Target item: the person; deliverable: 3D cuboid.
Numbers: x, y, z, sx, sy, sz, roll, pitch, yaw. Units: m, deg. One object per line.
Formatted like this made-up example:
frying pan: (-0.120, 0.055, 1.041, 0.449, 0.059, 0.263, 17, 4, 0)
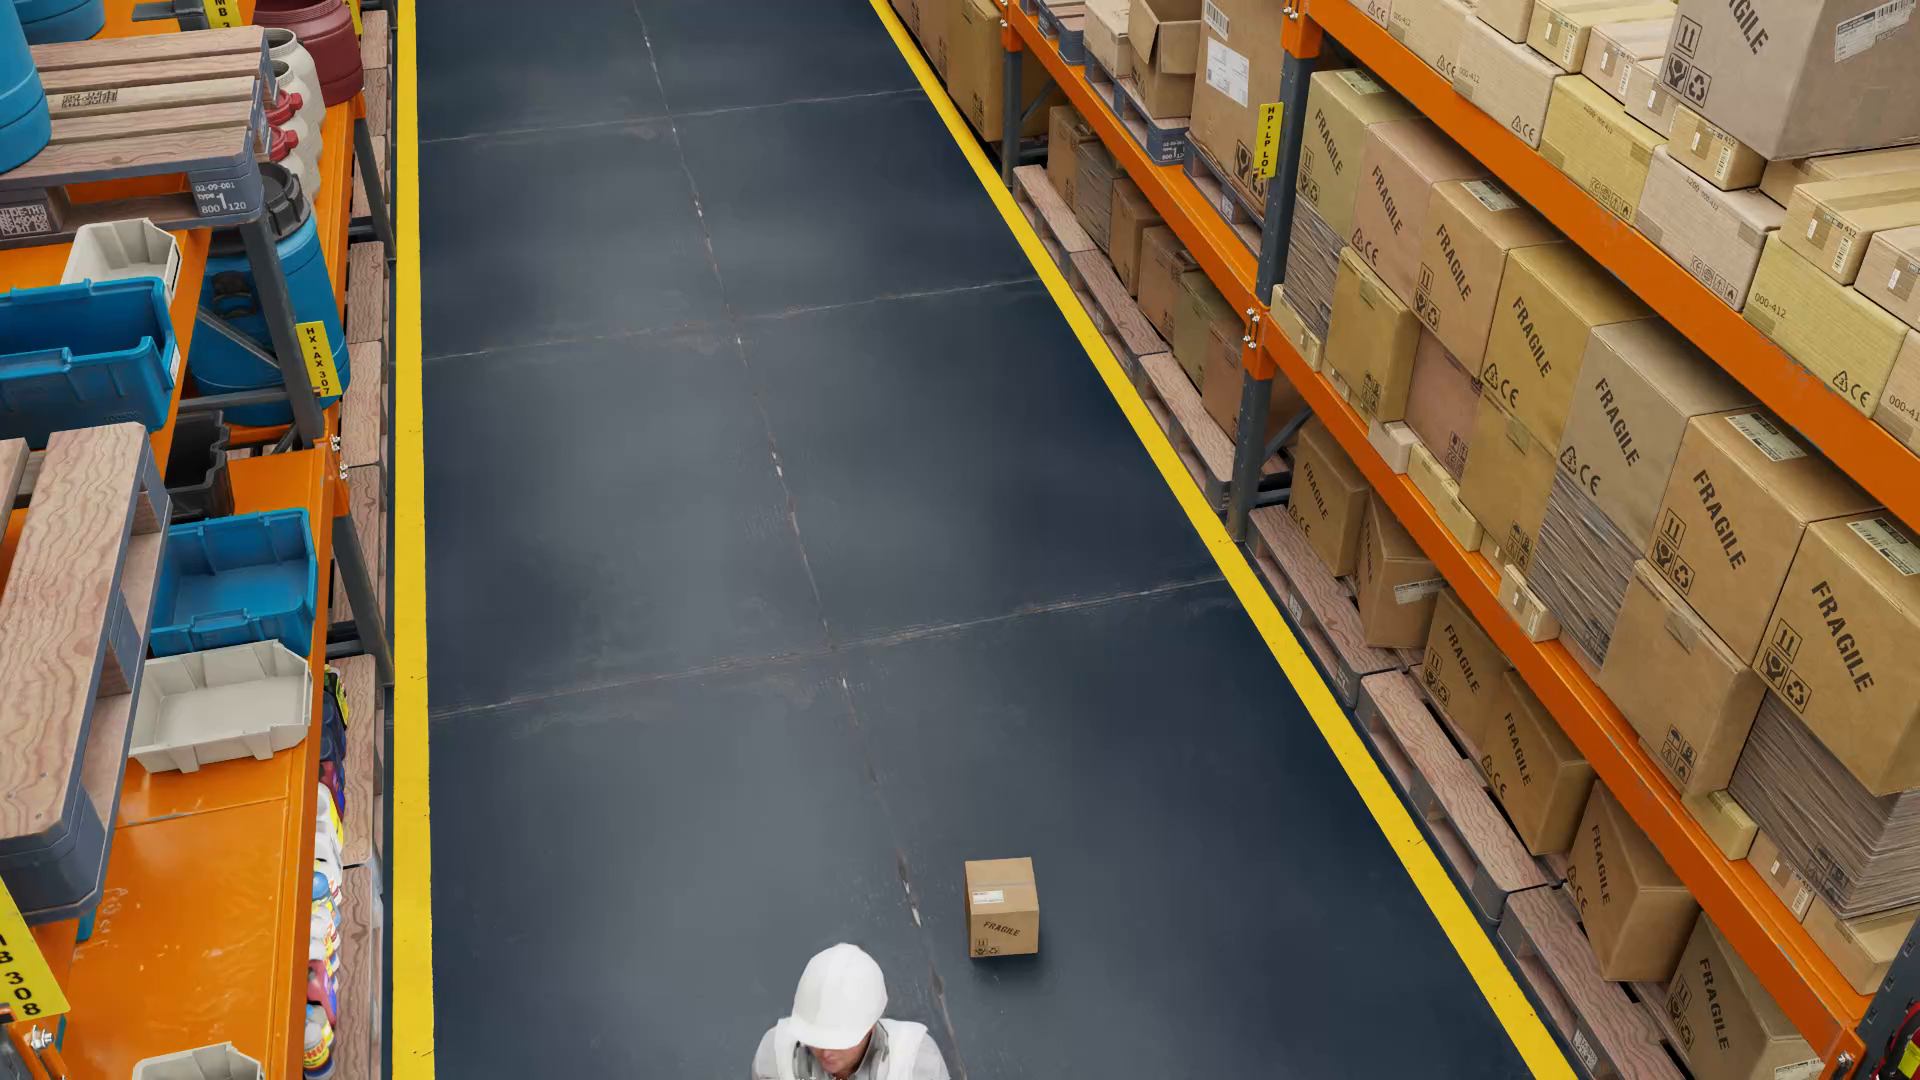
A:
person: (-0.274, 1.703, 4.476, 0.534, 1.755, 0.704, 2, 38, 3)
